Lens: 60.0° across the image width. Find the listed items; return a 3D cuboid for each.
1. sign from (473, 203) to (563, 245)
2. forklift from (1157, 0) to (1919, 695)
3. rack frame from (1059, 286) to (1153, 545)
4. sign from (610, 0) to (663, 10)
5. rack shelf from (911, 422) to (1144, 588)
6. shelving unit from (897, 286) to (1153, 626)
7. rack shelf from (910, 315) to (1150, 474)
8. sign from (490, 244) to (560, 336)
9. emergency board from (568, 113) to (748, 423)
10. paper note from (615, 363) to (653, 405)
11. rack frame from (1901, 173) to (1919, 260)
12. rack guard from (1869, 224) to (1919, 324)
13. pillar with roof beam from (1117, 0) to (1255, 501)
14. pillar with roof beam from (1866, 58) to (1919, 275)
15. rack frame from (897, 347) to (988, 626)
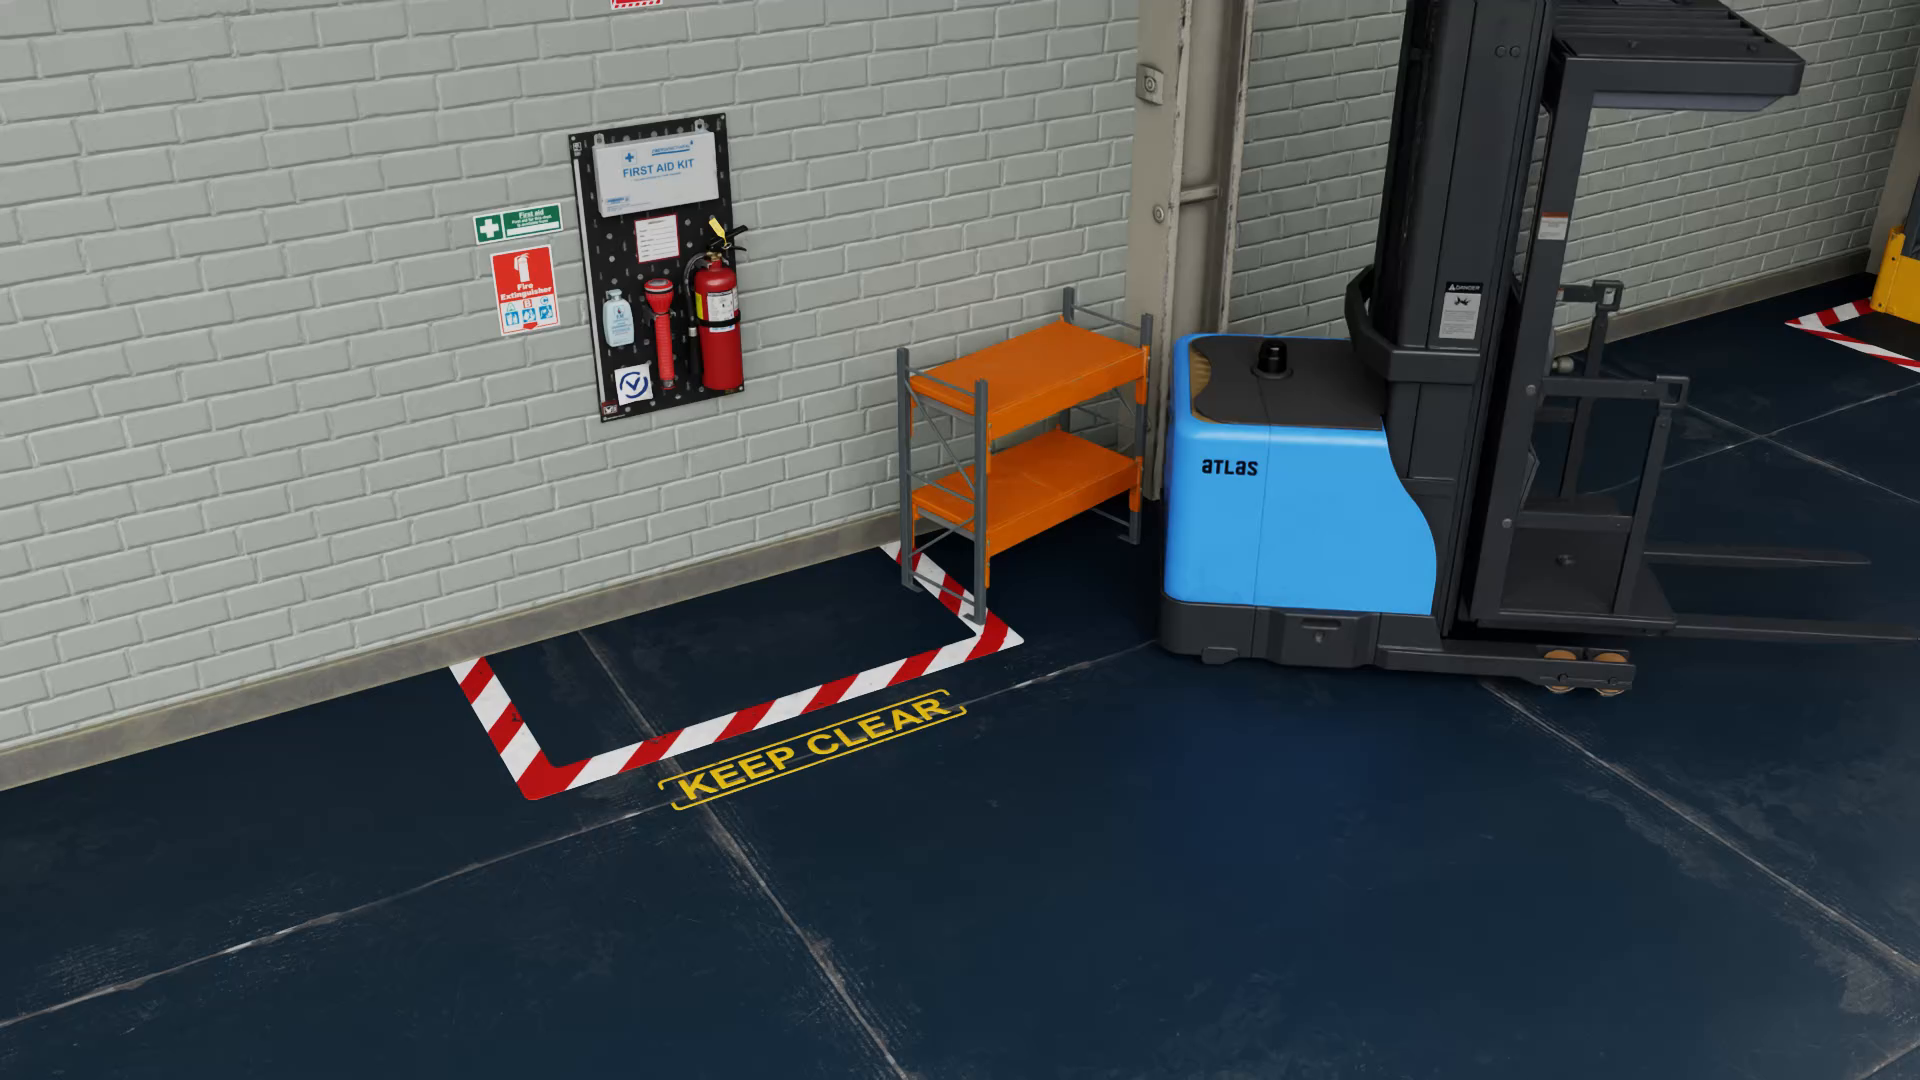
[{"bbox_3d":[-1.645,-1.180,6.198,0.331,0.109,0.001,-16,33,-26],"label":"sign"},{"bbox_3d":[2.363,-0.936,6.412,3.031,2.935,1.130,3,29,5],"label":"forklift"},{"bbox_3d":[0.650,-0.560,7.600,0.032,1.125,0.500,-25,38,-38],"label":"rack frame"},{"bbox_3d":[-1.182,-2.082,6.018,0.199,0.298,0.001,-16,33,-26],"label":"sign"},{"bbox_3d":[0.288,-0.173,7.406,1.000,0.278,0.538,-25,38,-38],"label":"rack shelf"},{"bbox_3d":[0.288,-0.388,7.288,1.048,1.125,0.538,-25,38,-38],"label":"shelving unit"},{"bbox_3d":[0.288,-0.644,7.147,1.000,0.278,0.538,-25,38,-38],"label":"rack shelf"},{"bbox_3d":[-1.653,-0.950,6.331,0.234,0.329,0.001,-16,33,-26],"label":"sign"},{"bbox_3d":[-1.124,-1.027,6.507,0.643,1.169,0.194,-16,33,-26],"label":"emergency board"},{"bbox_3d":[-1.312,-0.627,6.693,0.142,0.148,0.016,-16,33,-26],"label":"paper note"},{"bbox_3d":[6.033,-2.553,9.272,0.127,3.000,1.000,-16,33,-26],"label":"rack frame"},{"bbox_3d":[6.099,-1.477,9.910,0.348,0.500,1.175,-16,33,-26],"label":"rack guard"},{"bbox_3d":[3.207,-2.449,2.875,0.400,9.000,9.100,-16,33,-26],"label":"pillar with roof beam"},{"bbox_3d":[8.380,-3.918,5.536,0.400,9.000,9.100,-16,33,-26],"label":"pillar with roof beam"},{"bbox_3d":[-0.075,-0.215,6.976,0.032,1.125,0.500,-25,38,-38],"label":"rack frame"}]
